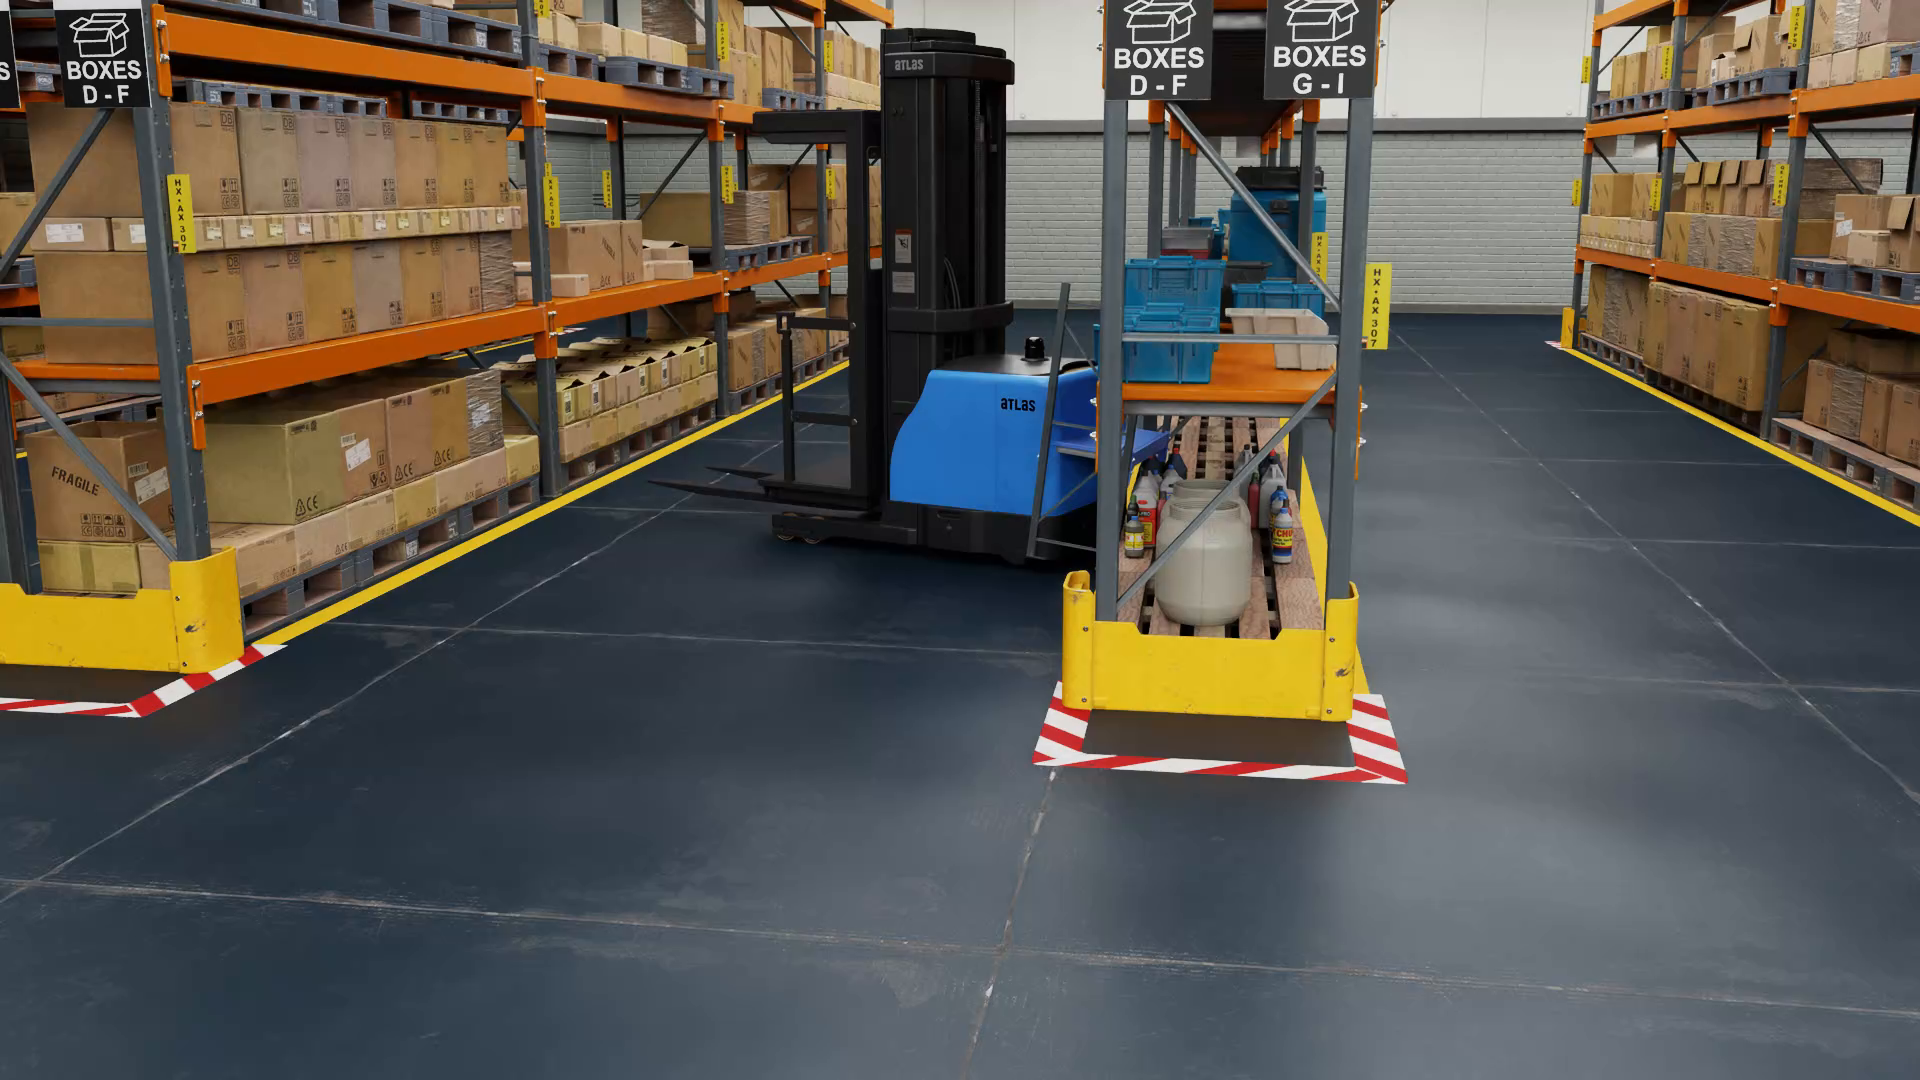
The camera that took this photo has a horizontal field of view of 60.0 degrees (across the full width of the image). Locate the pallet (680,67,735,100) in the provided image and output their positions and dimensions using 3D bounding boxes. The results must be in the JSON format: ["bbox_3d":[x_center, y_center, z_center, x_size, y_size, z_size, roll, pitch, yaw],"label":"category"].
[{"bbox_3d":[-2.629,-3.834,13.993,1.213,0.211,1.003,2,12,11],"label":"pallet"}]

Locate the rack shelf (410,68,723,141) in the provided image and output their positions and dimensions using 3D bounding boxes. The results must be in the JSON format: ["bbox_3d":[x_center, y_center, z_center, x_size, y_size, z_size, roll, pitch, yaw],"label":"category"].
[{"bbox_3d":[-2.921,-3.303,12.786,1.077,0.370,4.000,2,12,9],"label":"rack shelf"}]

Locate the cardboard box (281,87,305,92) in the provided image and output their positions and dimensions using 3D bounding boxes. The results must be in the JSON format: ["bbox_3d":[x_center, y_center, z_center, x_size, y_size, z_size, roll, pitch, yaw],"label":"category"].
[{"bbox_3d":[-7.300,-4.927,17.335,0.700,0.500,0.500,2,12,9],"label":"cardboard box"}]

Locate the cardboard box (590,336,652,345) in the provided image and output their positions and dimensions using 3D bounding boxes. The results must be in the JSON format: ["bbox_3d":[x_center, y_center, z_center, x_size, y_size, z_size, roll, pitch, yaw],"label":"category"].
[{"bbox_3d":[-2.984,-1.640,14.683,0.500,0.311,0.500,2,12,11],"label":"cardboard box"}]

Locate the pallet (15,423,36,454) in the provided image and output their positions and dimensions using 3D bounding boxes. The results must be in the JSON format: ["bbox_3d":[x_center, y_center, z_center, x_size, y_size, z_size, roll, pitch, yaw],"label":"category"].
[{"bbox_3d":[-8.006,-0.730,12.881,1.003,0.211,1.213,2,12,9],"label":"pallet"}]

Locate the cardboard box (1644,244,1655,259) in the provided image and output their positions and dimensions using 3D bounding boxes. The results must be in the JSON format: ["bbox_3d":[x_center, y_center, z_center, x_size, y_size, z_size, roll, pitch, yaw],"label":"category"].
[{"bbox_3d":[7.513,-3.067,17.699,0.380,0.149,0.250,2,12,9],"label":"cardboard box"}]

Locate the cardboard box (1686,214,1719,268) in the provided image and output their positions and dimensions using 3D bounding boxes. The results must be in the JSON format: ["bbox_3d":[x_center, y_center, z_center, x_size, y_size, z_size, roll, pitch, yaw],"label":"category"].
[{"bbox_3d":[7.318,-2.868,15.942,0.500,0.500,0.500,2,12,7],"label":"cardboard box"}]

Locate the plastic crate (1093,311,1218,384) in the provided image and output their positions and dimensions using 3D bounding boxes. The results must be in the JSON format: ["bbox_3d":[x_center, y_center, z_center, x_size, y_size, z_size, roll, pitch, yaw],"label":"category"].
[{"bbox_3d":[0.831,-0.819,7.026,0.499,0.251,0.616,2,12,9],"label":"plastic crate"}]

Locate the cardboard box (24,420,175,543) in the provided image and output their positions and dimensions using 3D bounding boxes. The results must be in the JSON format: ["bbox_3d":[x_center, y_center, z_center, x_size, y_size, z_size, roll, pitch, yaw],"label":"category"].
[{"bbox_3d":[-4.055,-0.288,7.960,0.500,0.500,0.500,2,12,9],"label":"cardboard box"}]

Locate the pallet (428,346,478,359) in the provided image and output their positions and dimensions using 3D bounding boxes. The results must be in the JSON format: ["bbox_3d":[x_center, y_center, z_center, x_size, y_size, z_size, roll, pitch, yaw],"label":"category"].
[{"bbox_3d":[-6.699,-2.389,20.579,1.003,0.211,1.213,2,12,9],"label":"pallet"}]

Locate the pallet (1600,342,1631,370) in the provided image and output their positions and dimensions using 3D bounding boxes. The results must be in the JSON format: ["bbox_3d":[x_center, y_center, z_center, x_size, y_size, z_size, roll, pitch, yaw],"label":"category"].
[{"bbox_3d":[8.169,-2.163,19.527,1.003,0.211,1.213,2,12,9],"label":"pallet"}]

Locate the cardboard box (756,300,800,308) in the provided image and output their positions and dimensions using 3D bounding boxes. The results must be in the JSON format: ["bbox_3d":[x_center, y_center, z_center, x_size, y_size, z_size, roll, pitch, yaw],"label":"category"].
[{"bbox_3d":[-2.191,-2.558,19.632,0.500,0.500,0.500,2,12,9],"label":"cardboard box"}]

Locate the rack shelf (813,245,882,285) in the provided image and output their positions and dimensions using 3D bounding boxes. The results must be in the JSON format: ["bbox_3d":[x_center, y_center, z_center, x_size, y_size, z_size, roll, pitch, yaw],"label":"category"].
[{"bbox_3d":[-1.691,-3.502,20.829,1.077,0.370,4.000,2,12,9],"label":"rack shelf"}]

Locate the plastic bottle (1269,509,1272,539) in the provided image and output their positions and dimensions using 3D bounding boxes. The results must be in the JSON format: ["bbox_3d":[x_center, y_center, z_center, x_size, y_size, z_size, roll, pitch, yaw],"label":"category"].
[{"bbox_3d":[1.720,-0.105,8.959,0.097,0.201,0.097,0,12,0],"label":"plastic bottle"}]

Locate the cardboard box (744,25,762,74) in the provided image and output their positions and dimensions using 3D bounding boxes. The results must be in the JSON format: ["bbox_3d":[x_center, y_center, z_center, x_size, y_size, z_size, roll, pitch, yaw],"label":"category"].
[{"bbox_3d":[-2.351,-4.826,16.676,0.600,0.600,0.600,1,12,6],"label":"cardboard box"}]

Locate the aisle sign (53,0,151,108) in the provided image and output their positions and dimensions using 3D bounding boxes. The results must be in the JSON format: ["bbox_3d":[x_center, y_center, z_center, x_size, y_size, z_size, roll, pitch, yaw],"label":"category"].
[{"bbox_3d":[-3.551,-2.186,6.847,0.394,0.787,0.004,2,12,9],"label":"aisle sign"}]

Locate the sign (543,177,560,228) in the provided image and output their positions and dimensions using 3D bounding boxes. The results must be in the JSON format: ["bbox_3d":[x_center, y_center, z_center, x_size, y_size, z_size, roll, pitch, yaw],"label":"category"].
[{"bbox_3d":[-2.680,-2.216,10.913,0.100,0.325,0.005,2,12,9],"label":"sign"}]

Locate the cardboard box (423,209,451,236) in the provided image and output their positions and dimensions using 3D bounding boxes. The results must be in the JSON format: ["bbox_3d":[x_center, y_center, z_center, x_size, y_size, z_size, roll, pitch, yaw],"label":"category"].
[{"bbox_3d":[-3.217,-1.862,9.738,0.380,0.149,0.250,2,12,8],"label":"cardboard box"}]

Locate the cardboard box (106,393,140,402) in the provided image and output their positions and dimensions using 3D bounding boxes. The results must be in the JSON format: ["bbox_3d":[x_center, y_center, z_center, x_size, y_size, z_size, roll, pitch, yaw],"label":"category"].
[{"bbox_3d":[-7.762,-1.502,14.733,0.700,0.500,0.500,2,12,9],"label":"cardboard box"}]

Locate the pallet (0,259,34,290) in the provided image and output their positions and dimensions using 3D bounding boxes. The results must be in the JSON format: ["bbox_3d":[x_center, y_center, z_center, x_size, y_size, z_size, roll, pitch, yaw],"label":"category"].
[{"bbox_3d":[-7.863,-1.992,12.572,1.003,0.211,1.213,2,12,9],"label":"pallet"}]

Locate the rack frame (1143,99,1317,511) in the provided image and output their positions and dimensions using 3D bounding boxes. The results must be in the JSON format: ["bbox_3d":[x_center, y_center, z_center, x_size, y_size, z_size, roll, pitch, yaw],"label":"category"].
[{"bbox_3d":[1.665,-1.610,10.346,1.000,3.000,0.127,2,12,9],"label":"rack frame"}]

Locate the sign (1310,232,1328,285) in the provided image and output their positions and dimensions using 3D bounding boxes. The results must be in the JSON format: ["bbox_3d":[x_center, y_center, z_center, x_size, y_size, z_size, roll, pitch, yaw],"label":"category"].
[{"bbox_3d":[2.207,-1.726,10.223,0.100,0.325,0.005,2,12,9],"label":"sign"}]

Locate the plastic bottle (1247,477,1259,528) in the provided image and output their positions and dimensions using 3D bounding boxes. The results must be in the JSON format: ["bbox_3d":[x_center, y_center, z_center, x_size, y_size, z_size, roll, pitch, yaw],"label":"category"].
[{"bbox_3d":[1.638,-0.217,9.282,0.061,0.283,0.133,2,12,9],"label":"plastic bottle"}]

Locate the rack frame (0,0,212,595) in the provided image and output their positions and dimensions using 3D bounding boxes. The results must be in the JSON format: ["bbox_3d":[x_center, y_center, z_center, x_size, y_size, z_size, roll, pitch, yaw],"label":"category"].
[{"bbox_3d":[-3.844,-0.939,7.231,1.000,3.000,0.127,2,12,9],"label":"rack frame"}]

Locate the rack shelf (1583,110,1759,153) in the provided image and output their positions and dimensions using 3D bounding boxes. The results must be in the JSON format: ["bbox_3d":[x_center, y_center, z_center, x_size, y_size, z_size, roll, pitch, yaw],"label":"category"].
[{"bbox_3d":[8.097,-4.646,19.020,1.077,0.370,4.000,2,12,9],"label":"rack shelf"}]

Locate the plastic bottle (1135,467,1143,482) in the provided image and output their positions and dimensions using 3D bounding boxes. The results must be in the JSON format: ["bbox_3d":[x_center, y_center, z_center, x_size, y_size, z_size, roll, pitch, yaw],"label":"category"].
[{"bbox_3d":[1.035,-0.271,9.533,0.061,0.283,0.133,2,12,11],"label":"plastic bottle"}]

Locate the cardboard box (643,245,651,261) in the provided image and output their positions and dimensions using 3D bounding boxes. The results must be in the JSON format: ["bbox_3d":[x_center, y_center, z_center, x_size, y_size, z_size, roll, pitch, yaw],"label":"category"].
[{"bbox_3d":[-2.942,-2.381,14.133,0.500,0.311,0.500,2,12,8],"label":"cardboard box"}]

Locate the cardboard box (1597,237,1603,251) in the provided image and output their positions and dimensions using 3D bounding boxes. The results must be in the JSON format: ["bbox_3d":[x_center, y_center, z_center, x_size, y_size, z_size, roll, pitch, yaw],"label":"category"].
[{"bbox_3d":[7.868,-3.548,19.933,0.380,0.149,0.250,2,12,8],"label":"cardboard box"}]

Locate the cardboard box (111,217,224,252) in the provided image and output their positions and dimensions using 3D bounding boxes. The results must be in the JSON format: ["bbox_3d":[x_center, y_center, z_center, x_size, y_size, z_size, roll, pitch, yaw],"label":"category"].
[{"bbox_3d":[-3.571,-1.380,7.498,0.380,0.149,0.250,2,12,8],"label":"cardboard box"}]

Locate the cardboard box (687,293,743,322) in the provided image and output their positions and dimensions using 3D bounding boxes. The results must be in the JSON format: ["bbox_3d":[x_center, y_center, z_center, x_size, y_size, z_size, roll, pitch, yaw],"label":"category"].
[{"bbox_3d":[-2.544,-2.391,17.079,0.500,0.250,0.500,2,12,8],"label":"cardboard box"}]

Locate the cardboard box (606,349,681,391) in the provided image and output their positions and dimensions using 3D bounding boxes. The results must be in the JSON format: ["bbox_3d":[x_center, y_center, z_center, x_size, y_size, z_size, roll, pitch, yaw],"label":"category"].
[{"bbox_3d":[-2.605,-1.409,13.611,0.500,0.311,0.500,2,12,8],"label":"cardboard box"}]

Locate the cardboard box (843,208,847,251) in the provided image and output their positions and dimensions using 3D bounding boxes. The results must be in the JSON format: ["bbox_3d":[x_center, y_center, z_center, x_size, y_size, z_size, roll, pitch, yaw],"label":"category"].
[{"bbox_3d":[-1.575,-3.690,19.758,0.500,0.500,0.500,2,12,10],"label":"cardboard box"}]

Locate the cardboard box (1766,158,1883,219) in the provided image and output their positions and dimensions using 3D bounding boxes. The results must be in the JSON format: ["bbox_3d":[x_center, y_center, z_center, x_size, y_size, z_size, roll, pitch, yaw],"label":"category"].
[{"bbox_3d":[7.303,-2.974,14.053,0.797,0.503,0.637,2,12,11],"label":"cardboard box"}]

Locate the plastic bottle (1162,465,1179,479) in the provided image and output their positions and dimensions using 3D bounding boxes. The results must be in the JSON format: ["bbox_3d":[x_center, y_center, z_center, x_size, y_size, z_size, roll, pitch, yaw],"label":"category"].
[{"bbox_3d":[1.228,-0.303,9.712,0.097,0.271,0.097,0,12,0],"label":"plastic bottle"}]

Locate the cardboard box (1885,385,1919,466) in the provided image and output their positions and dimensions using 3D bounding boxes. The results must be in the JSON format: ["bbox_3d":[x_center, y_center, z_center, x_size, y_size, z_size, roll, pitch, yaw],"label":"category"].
[{"bbox_3d":[6.853,-0.785,11.407,0.700,0.500,0.500,1,12,4],"label":"cardboard box"}]

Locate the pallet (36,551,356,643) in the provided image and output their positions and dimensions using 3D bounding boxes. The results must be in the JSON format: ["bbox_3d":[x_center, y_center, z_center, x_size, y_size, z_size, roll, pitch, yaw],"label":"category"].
[{"bbox_3d":[-3.768,0.263,8.269,1.003,0.211,1.213,2,12,9],"label":"pallet"}]

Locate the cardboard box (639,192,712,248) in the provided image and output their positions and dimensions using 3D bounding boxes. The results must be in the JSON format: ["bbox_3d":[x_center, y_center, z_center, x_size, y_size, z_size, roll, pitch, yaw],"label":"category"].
[{"bbox_3d":[-2.628,-2.993,15.528,0.700,0.500,0.500,-2,12,-10],"label":"cardboard box"}]

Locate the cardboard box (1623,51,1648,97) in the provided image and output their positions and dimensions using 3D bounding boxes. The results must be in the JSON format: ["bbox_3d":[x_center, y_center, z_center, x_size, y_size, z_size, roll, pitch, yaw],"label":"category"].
[{"bbox_3d":[8.141,-5.385,19.269,0.700,0.500,0.500,1,12,5],"label":"cardboard box"}]

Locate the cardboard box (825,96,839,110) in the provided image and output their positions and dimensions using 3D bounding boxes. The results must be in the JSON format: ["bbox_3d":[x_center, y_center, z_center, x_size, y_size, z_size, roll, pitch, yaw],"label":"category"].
[{"bbox_3d":[-1.679,-4.923,18.954,0.500,0.250,0.500,2,12,9],"label":"cardboard box"}]

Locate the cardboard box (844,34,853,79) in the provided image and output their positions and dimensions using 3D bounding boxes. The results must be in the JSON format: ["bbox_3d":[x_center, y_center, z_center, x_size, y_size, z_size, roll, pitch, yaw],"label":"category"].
[{"bbox_3d":[-1.673,-5.747,19.811,0.700,0.500,0.500,2,12,9],"label":"cardboard box"}]

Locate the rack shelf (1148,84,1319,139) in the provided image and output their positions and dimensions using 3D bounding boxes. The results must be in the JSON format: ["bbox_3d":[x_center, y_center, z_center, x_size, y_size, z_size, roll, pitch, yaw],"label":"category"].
[{"bbox_3d":[1.973,-3.141,12.038,1.077,0.370,4.000,2,12,9],"label":"rack shelf"}]

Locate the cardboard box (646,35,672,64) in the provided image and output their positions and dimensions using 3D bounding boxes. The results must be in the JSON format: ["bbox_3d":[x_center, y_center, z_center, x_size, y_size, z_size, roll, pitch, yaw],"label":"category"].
[{"bbox_3d":[-2.690,-3.997,13.658,0.500,0.250,0.500,2,12,10],"label":"cardboard box"}]

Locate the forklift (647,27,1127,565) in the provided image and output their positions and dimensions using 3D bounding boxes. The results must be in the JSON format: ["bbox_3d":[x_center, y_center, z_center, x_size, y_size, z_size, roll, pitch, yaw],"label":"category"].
[{"bbox_3d":[-0.541,-1.498,9.989,3.031,2.935,1.130,7,14,29],"label":"forklift"}]

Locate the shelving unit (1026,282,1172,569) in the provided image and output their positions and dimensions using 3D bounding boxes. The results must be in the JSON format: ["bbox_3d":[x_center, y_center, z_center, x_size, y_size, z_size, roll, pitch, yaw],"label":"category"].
[{"bbox_3d":[0.851,-0.684,9.386,0.538,1.500,1.048,11,13,17],"label":"shelving unit"}]

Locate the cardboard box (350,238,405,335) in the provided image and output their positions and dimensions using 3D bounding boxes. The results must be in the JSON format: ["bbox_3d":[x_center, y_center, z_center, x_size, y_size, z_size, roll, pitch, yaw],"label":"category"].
[{"bbox_3d":[-3.524,-1.407,9.165,0.700,0.500,0.500,2,12,10],"label":"cardboard box"}]

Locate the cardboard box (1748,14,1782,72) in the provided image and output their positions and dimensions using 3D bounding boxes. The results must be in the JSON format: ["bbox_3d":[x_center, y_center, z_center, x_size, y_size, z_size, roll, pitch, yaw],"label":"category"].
[{"bbox_3d":[7.243,-4.315,14.541,0.500,0.500,0.500,3,12,12],"label":"cardboard box"}]

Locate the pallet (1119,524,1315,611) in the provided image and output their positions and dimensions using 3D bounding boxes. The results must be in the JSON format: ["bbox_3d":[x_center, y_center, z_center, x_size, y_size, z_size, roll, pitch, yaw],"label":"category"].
[{"bbox_3d":[1.336,0.146,8.815,1.003,0.211,1.213,2,12,9],"label":"pallet"}]

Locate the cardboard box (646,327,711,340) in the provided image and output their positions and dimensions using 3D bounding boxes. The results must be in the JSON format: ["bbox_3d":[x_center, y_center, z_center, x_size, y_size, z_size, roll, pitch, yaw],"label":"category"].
[{"bbox_3d":[-2.702,-1.800,16.114,0.500,0.500,0.500,2,12,11],"label":"cardboard box"}]

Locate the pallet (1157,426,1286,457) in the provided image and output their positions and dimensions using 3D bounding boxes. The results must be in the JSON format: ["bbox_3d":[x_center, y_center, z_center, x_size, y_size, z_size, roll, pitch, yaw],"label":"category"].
[{"bbox_3d":[1.933,-0.667,12.586,1.003,0.211,1.213,2,12,9],"label":"pallet"}]

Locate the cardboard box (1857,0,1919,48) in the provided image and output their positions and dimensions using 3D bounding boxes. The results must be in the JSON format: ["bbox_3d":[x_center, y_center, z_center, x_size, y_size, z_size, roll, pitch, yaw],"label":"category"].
[{"bbox_3d":[6.696,-3.742,11.694,0.500,0.500,0.500,2,12,7],"label":"cardboard box"}]

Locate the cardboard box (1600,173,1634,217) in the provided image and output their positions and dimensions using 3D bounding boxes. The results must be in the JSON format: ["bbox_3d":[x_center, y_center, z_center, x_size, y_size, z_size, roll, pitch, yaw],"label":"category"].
[{"bbox_3d":[7.914,-4.083,19.691,0.500,0.500,0.500,2,12,7],"label":"cardboard box"}]

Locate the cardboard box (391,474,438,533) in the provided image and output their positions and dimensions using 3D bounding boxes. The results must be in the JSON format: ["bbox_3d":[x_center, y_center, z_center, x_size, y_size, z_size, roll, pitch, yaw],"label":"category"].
[{"bbox_3d":[-3.309,-0.217,9.409,0.500,0.250,0.500,2,12,9],"label":"cardboard box"}]
